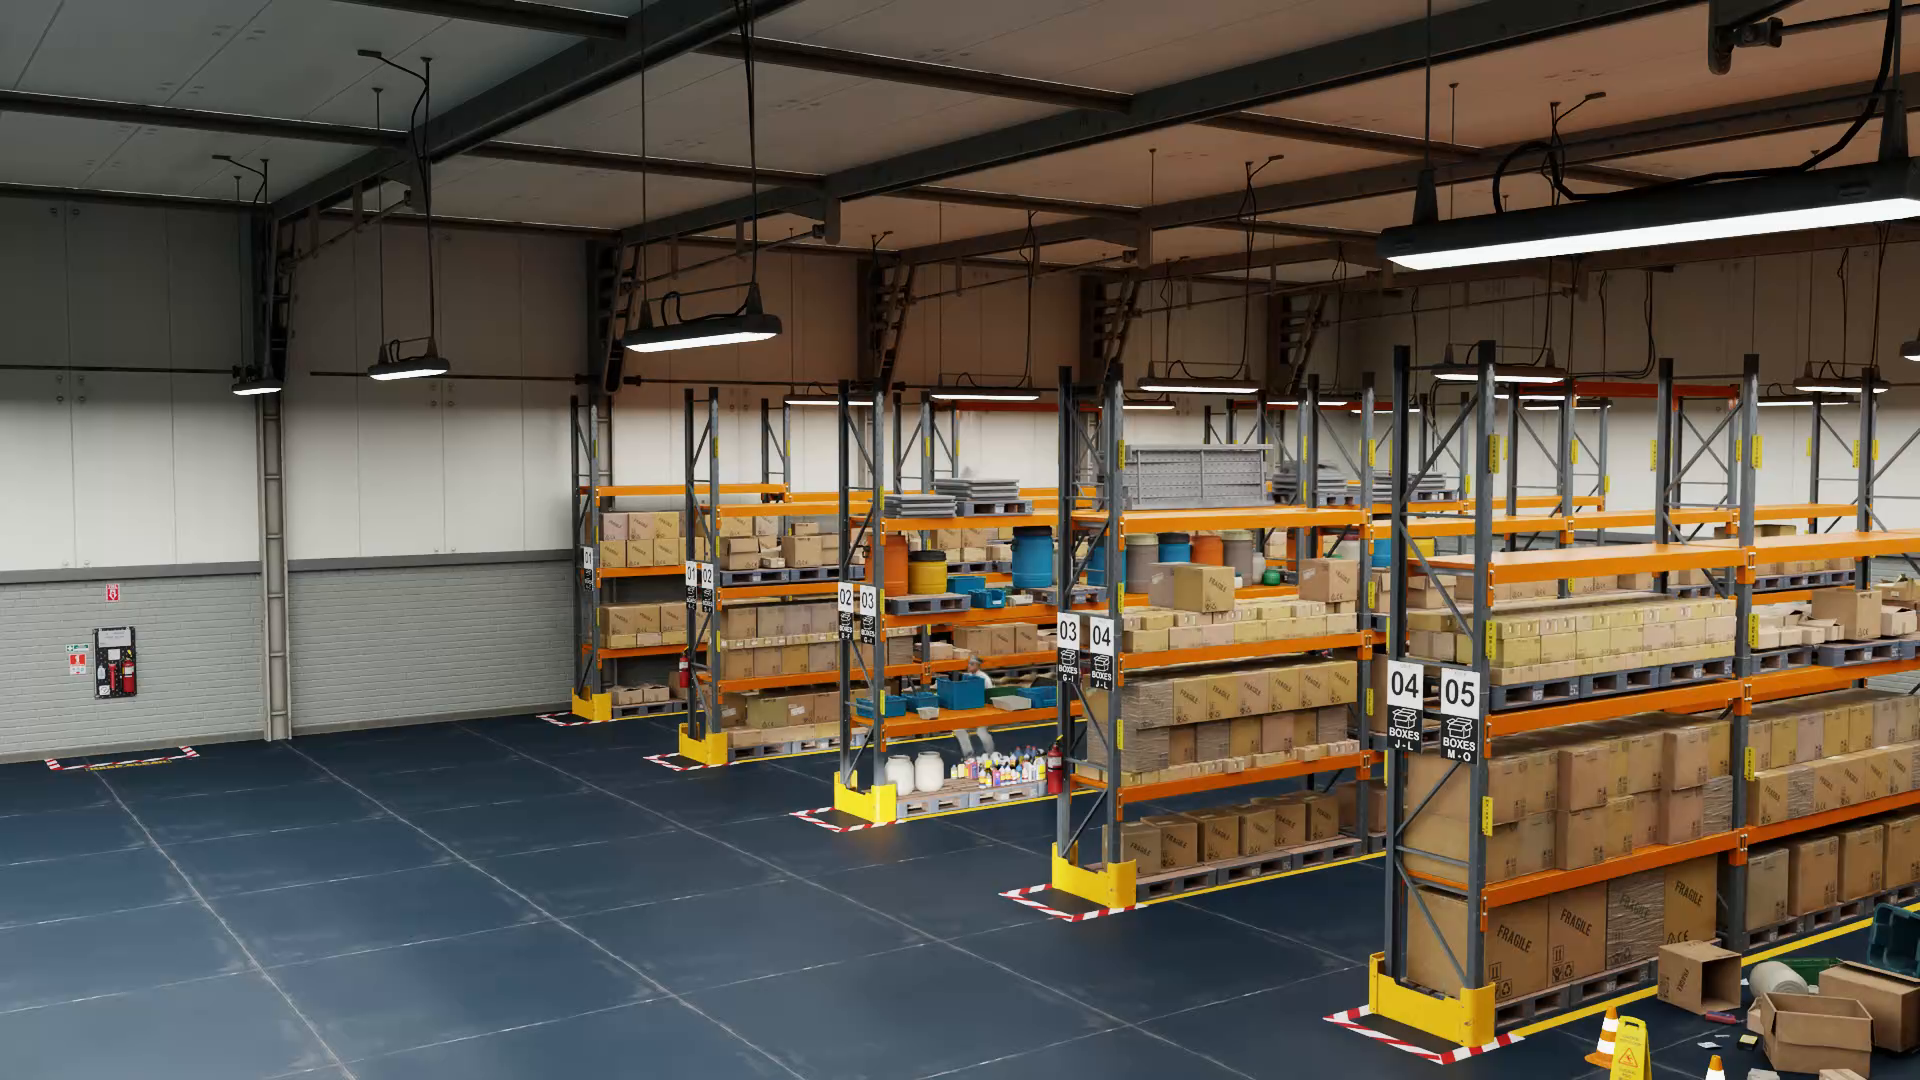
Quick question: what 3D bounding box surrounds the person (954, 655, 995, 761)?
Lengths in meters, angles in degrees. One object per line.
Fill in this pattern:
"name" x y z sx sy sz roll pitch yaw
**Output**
"person" 0.275 2.711 26.392 0.641 1.820 0.774 3 5 43
